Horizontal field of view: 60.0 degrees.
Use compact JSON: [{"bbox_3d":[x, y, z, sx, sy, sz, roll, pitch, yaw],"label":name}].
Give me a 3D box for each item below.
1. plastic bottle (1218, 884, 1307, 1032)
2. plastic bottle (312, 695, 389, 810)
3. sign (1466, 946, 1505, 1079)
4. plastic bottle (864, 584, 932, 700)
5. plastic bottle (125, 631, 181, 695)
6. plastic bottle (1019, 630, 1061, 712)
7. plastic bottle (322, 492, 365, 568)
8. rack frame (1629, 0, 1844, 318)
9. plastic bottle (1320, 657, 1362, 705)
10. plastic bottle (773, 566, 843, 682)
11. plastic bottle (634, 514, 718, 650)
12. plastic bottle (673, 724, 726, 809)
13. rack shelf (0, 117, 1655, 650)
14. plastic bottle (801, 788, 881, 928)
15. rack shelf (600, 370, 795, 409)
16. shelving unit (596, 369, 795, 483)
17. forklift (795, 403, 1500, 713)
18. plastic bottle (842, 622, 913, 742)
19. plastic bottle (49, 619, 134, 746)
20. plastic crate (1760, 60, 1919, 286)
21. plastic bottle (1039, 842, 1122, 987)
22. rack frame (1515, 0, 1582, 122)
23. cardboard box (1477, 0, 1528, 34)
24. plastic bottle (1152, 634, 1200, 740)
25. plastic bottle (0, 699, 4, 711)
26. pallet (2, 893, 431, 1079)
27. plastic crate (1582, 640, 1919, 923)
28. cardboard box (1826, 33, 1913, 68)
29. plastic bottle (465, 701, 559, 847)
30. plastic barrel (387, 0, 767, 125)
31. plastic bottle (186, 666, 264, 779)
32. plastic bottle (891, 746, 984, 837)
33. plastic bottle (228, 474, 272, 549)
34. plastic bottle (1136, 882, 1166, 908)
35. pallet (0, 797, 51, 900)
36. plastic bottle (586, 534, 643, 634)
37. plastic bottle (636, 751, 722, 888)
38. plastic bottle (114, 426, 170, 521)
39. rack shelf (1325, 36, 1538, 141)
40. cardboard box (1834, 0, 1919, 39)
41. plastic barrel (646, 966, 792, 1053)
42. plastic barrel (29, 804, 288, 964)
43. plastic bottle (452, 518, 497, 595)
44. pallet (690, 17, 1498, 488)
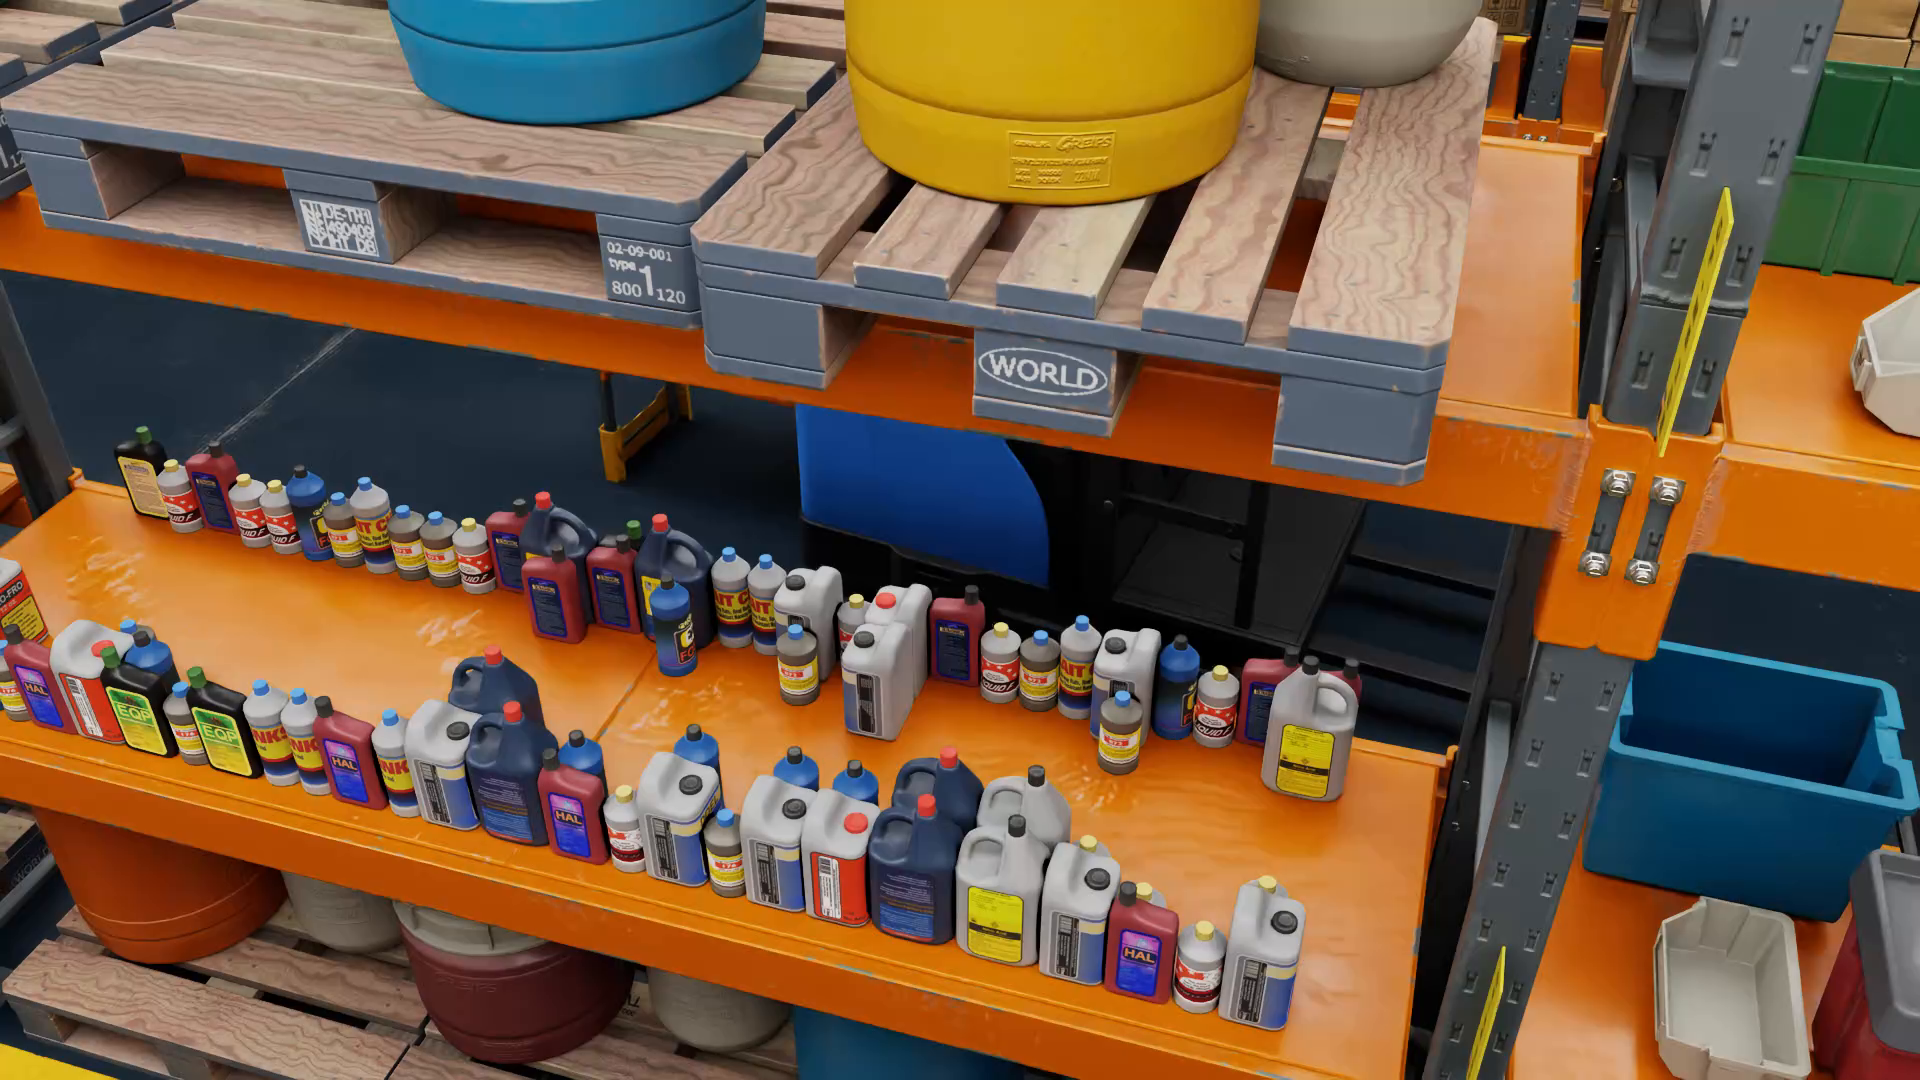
[{"bbox_3d":[0.591,0.802,3.234,0.135,0.276,0.152,10,38,14],"label":"plastic bottle"},{"bbox_3d":[-1.349,0.469,3.681,0.133,0.283,0.061,10,38,14],"label":"plastic bottle"},{"bbox_3d":[0.898,0.839,2.847,0.005,0.325,0.100,10,38,14],"label":"sign"},{"bbox_3d":[-0.149,0.228,4.014,0.135,0.276,0.152,10,38,14],"label":"plastic bottle"},{"bbox_3d":[-1.876,0.327,3.884,0.097,0.271,0.097,0,36,0],"label":"plastic bottle"},{"bbox_3d":[0.190,0.304,3.974,0.097,0.201,0.097,0,36,0],"label":"plastic bottle"},{"bbox_3d":[-1.638,-0.035,4.434,0.097,0.201,0.097,0,36,0],"label":"plastic bottle"},{"bbox_3d":[1.063,-1.777,1.573,0.127,3.000,1.000,10,38,14],"label":"rack frame"},{"bbox_3d":[0.841,0.380,3.802,0.133,0.283,0.061,10,38,14],"label":"plastic bottle"},{"bbox_3d":[-0.370,0.187,4.070,0.135,0.276,0.152,10,38,14],"label":"plastic bottle"},{"bbox_3d":[-0.707,0.092,4.136,0.185,0.351,0.144,10,38,14],"label":"plastic bottle"},{"bbox_3d":[-0.570,0.512,3.633,0.097,0.271,0.097,0,36,0],"label":"plastic bottle"},{"bbox_3d":[-0.846,-0.633,3.155,4.000,0.370,1.077,10,38,14],"label":"rack shelf"},{"bbox_3d":[-0.239,0.649,3.443,0.135,0.276,0.152,10,38,14],"label":"plastic bottle"},{"bbox_3d":[-0.914,-0.746,6.802,1.000,0.185,0.538,15,39,20],"label":"rack shelf"},{"bbox_3d":[-0.906,-0.889,6.692,1.083,1.500,0.587,15,39,20],"label":"shelving unit"},{"bbox_3d":[0.940,-0.925,5.534,3.031,2.935,1.130,15,39,20],"label":"forklift"},{"bbox_3d":[-0.194,0.314,3.897,0.135,0.276,0.152,10,38,14],"label":"plastic bottle"},{"bbox_3d":[-1.996,0.323,3.885,0.135,0.276,0.152,10,38,14],"label":"plastic bottle"},{"bbox_3d":[1.558,-0.580,2.655,0.662,0.188,0.450,10,38,14],"label":"plastic crate"},{"bbox_3d":[0.242,0.738,3.322,0.135,0.276,0.152,10,38,14],"label":"plastic bottle"},{"bbox_3d":[2.544,-2.163,7.158,0.127,3.000,1.000,10,38,14],"label":"rack frame"},{"bbox_3d":[2.158,-2.582,7.290,0.500,0.500,0.700,-1,36,-2],"label":"cardboard box"},{"bbox_3d":[0.505,0.334,3.874,0.097,0.271,0.097,0,36,0],"label":"plastic bottle"},{"bbox_3d":[-2.335,0.279,3.949,0.097,0.271,0.097,0,36,0],"label":"plastic bottle"},{"bbox_3d":[-1.990,1.171,4.981,1.213,0.211,1.003,10,38,14],"label":"pallet"},{"bbox_3d":[1.611,0.511,3.488,0.575,0.384,0.392,10,38,14],"label":"plastic crate"},{"bbox_3d":[3.439,-1.870,6.676,0.500,0.500,0.500,11,38,15],"label":"cardboard box"},{"bbox_3d":[-0.963,0.487,3.599,0.185,0.351,0.144,10,38,14],"label":"plastic bottle"},{"bbox_3d":[-0.611,-1.155,2.481,0.708,0.901,0.600,10,38,14],"label":"plastic barrel"},{"bbox_3d":[-1.662,0.411,3.760,0.133,0.283,0.061,10,38,14],"label":"plastic bottle"},{"bbox_3d":[-0.045,0.567,3.490,0.185,0.351,0.144,10,38,14],"label":"plastic bottle"},{"bbox_3d":[-1.916,-0.086,4.504,0.097,0.201,0.097,0,36,0],"label":"plastic bottle"},{"bbox_3d":[0.363,0.769,3.342,0.097,0.201,0.097,0,36,0],"label":"plastic bottle"},{"bbox_3d":[-3.483,0.896,5.354,1.213,0.211,1.003,10,38,14],"label":"pallet"},{"bbox_3d":[-0.865,0.102,4.179,0.133,0.283,0.061,10,38,14],"label":"plastic bottle"},{"bbox_3d":[-0.589,0.584,3.531,0.135,0.276,0.152,10,38,14],"label":"plastic bottle"},{"bbox_3d":[-2.241,-0.191,4.577,0.133,0.283,0.061,10,38,14],"label":"plastic bottle"},{"bbox_3d":[0.635,-2.227,7.852,4.000,0.370,1.077,10,38,14],"label":"rack shelf"},{"bbox_3d":[3.402,-2.272,6.379,0.500,0.500,0.500,9,37,12],"label":"cardboard box"},{"bbox_3d":[-0.639,1.091,4.482,0.421,0.512,0.421,0,36,0],"label":"plastic barrel"},{"bbox_3d":[-2.283,0.714,4.726,0.708,0.830,0.600,10,38,14],"label":"plastic barrel"},{"bbox_3d":[-1.266,0.034,4.341,0.097,0.201,0.097,0,36,0],"label":"plastic bottle"},{"bbox_3d":[0.286,-0.576,2.631,1.003,0.211,1.213,10,38,14],"label":"pallet"}]
